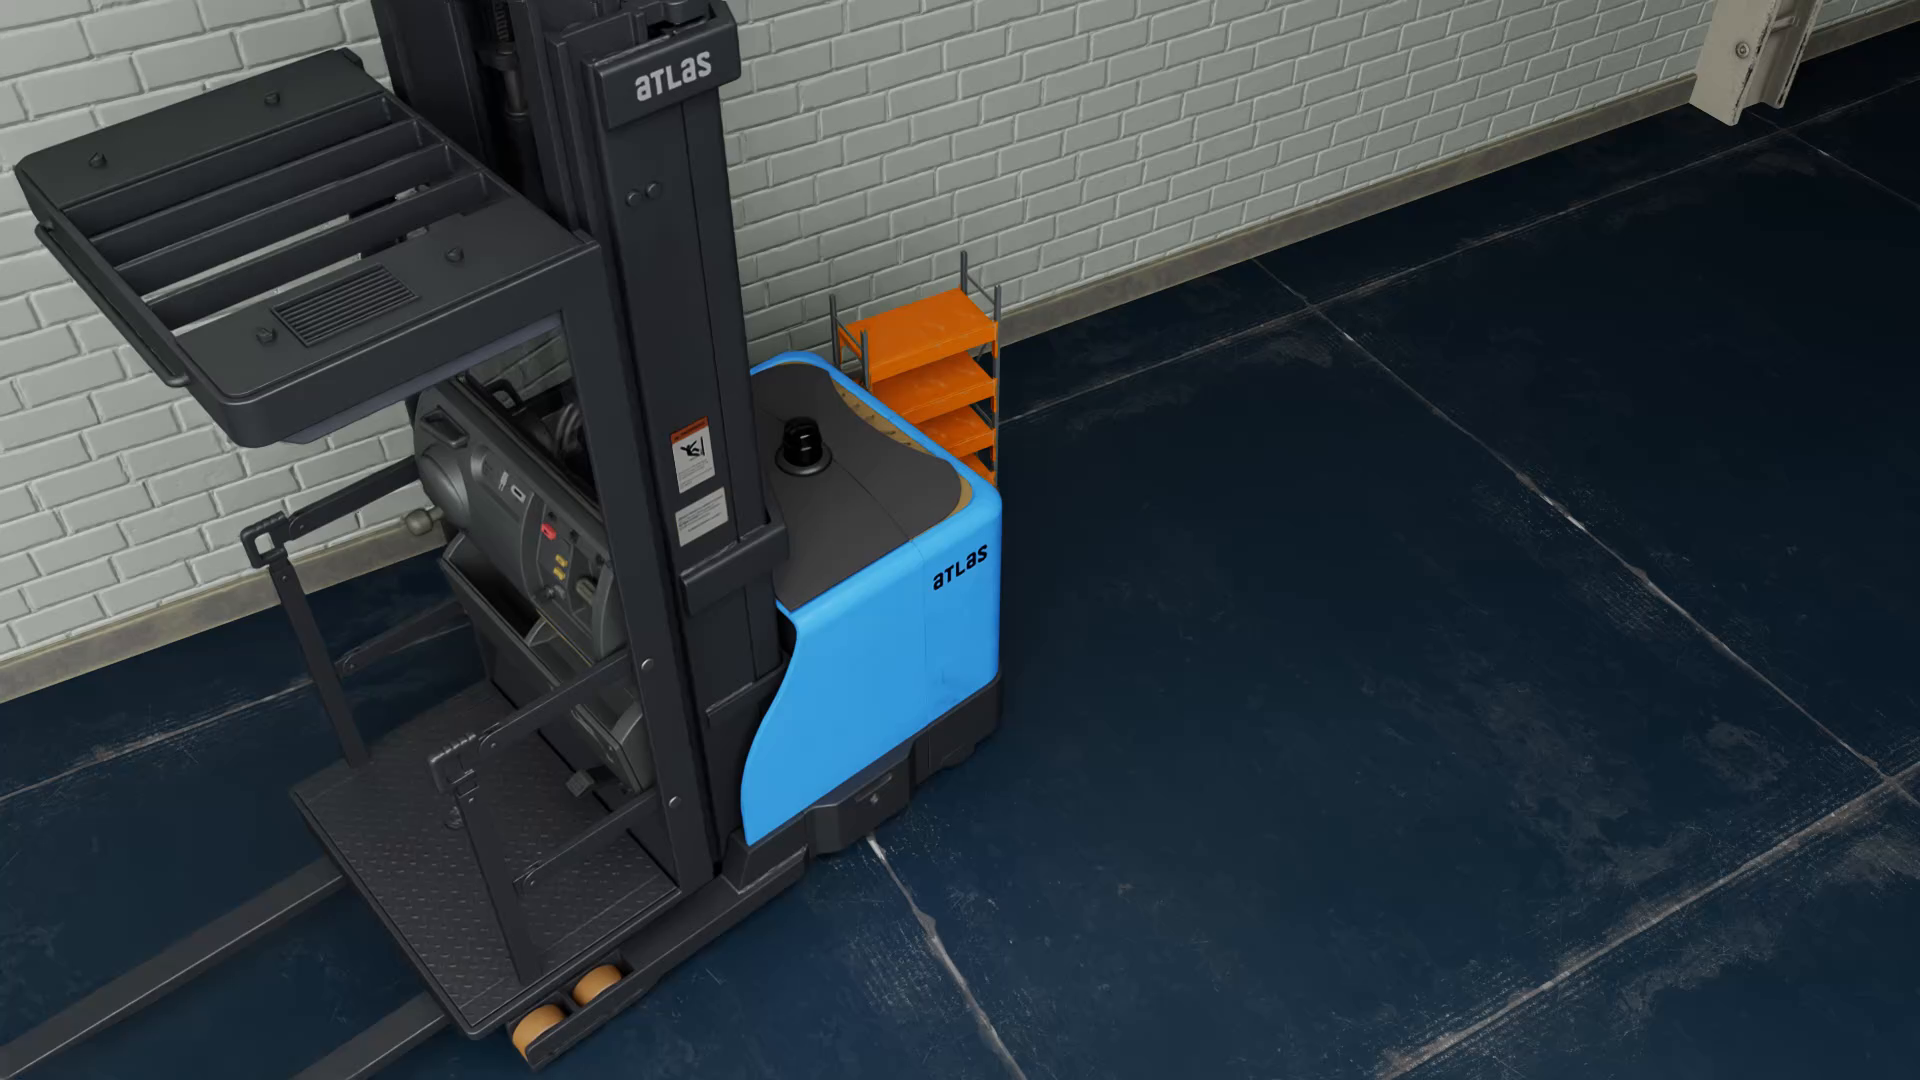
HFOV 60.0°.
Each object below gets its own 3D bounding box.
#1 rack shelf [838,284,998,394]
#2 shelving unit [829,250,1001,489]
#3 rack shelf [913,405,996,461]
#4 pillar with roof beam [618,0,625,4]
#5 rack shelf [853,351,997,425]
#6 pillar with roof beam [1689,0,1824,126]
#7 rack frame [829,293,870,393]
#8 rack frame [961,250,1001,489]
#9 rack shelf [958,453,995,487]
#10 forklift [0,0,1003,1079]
[{"bbox_3d":[-0.144,-0.655,5.499,0.480,0.148,0.258,-22,48,-21],"label":"rack shelf"},{"bbox_3d":[-0.144,-0.373,5.773,0.503,1.200,0.258,-22,48,-21],"label":"shelving unit"},{"bbox_3d":[-0.144,-0.325,5.820,0.480,0.148,0.258,-22,48,-21],"label":"rack shelf"},{"bbox_3d":[0.932,-0.803,0.616,0.400,9.000,9.100,-22,48,-21],"label":"pillar with roof beam"},{"bbox_3d":[-0.144,-0.485,5.664,0.480,0.148,0.258,-22,48,-21],"label":"rack shelf"},{"bbox_3d":[6.134,-2.884,2.761,0.400,9.000,9.100,-22,48,-21],"label":"pillar with roof beam"},{"bbox_3d":[-0.355,-0.288,5.686,0.015,1.200,0.240,-22,48,-21],"label":"rack frame"},{"bbox_3d":[0.068,-0.458,5.860,0.015,1.200,0.240,-22,48,-21],"label":"rack frame"},{"bbox_3d":[-0.144,-0.182,5.958,0.480,0.148,0.258,-22,48,-21],"label":"rack shelf"},{"bbox_3d":[-1.297,0.014,4.131,3.031,2.935,1.130,-32,52,-28],"label":"forklift"}]
